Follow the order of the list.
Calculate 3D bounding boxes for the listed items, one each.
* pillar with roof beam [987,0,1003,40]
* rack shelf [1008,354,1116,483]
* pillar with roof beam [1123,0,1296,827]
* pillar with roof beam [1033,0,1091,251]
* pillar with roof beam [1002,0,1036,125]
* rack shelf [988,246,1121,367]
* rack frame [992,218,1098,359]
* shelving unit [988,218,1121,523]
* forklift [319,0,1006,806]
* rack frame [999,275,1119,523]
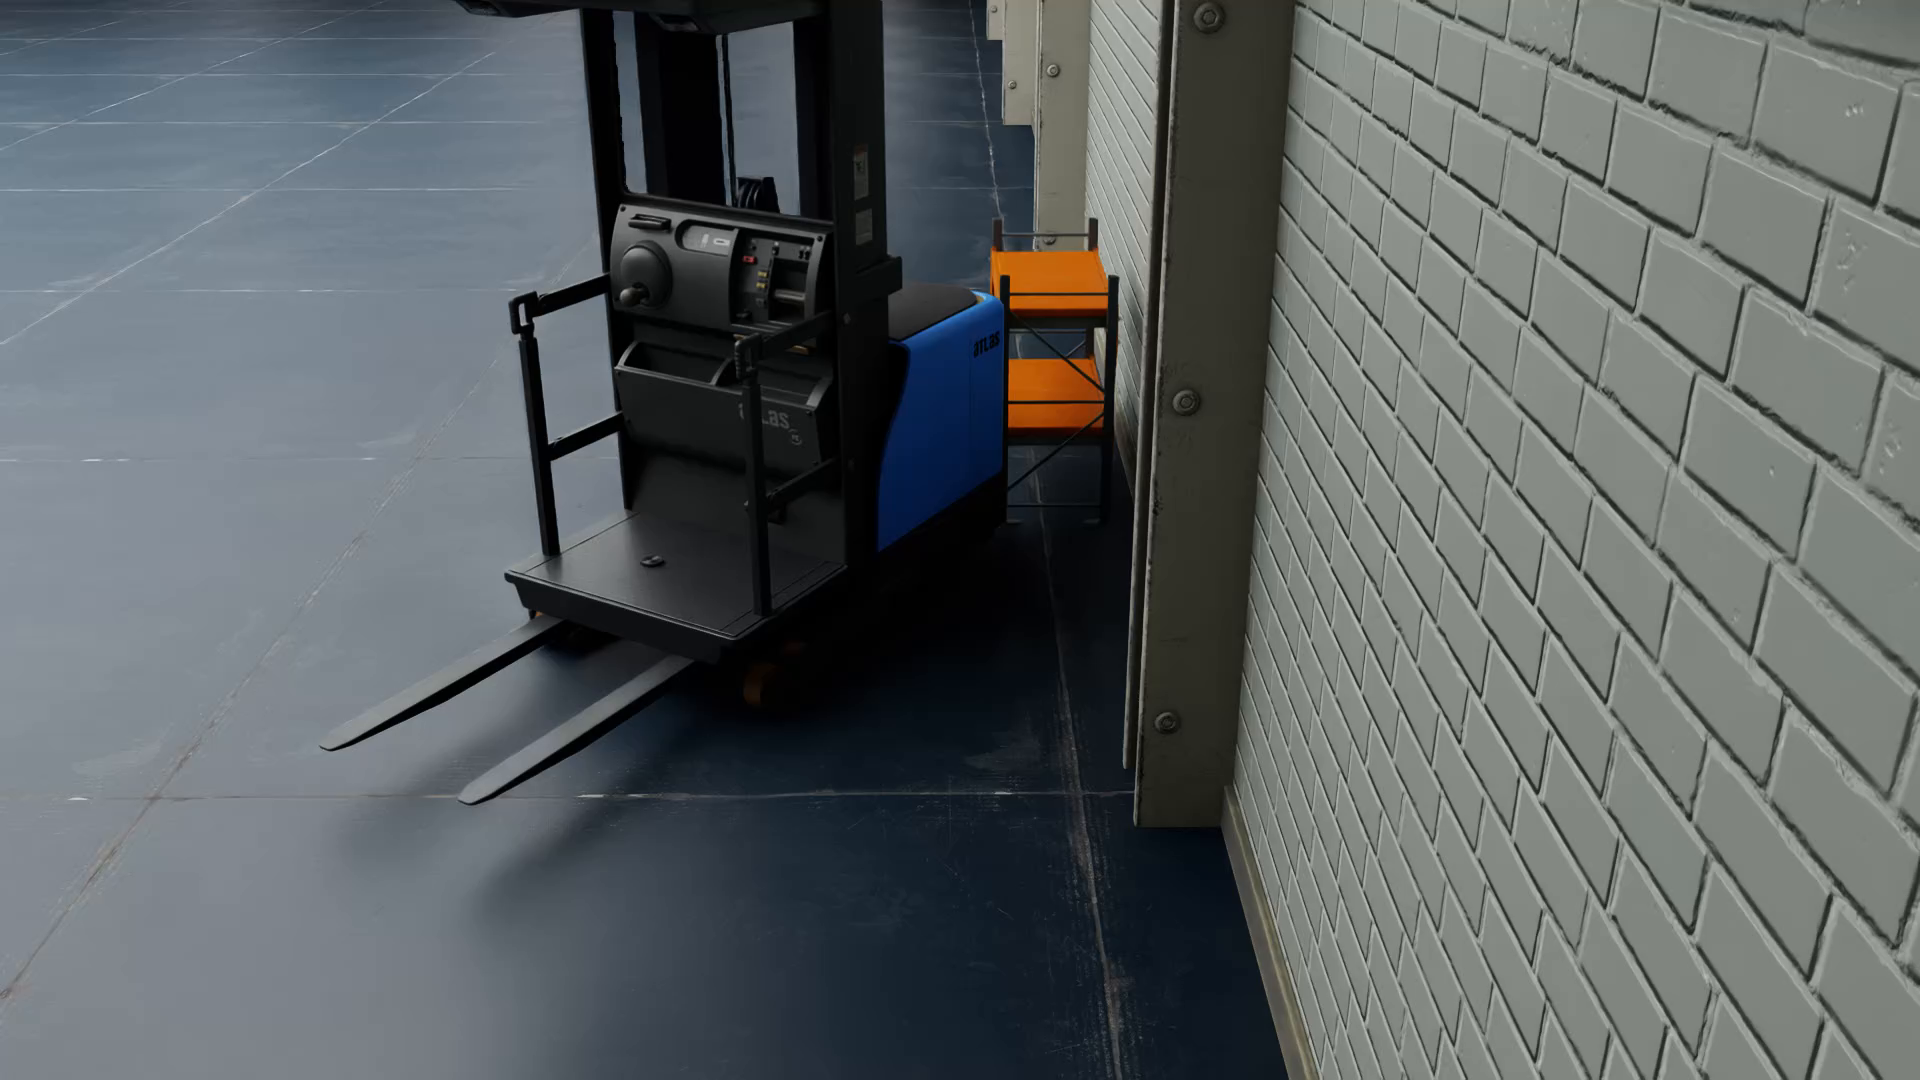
[{"bbox_3d":[-3.796,-10.675,19.932,9.100,9.000,0.400,0,24,-1],"label":"pillar with roof beam"},{"bbox_3d":[0.411,-0.581,7.762,0.538,0.278,1.000,0,24,-1],"label":"rack shelf"},{"bbox_3d":[-3.600,-3.258,3.533,9.100,9.000,0.400,0,24,-1],"label":"pillar with roof beam"},{"bbox_3d":[-3.665,-5.730,8.999,9.100,9.000,0.400,0,24,-1],"label":"pillar with roof beam"},{"bbox_3d":[-3.731,-8.202,14.466,9.100,9.000,0.400,0,24,-1],"label":"pillar with roof beam"},{"bbox_3d":[0.411,-1.070,7.541,0.538,0.278,1.000,0,24,-1],"label":"rack shelf"},{"bbox_3d":[0.405,-1.013,8.125,0.500,1.125,0.032,0,24,-1],"label":"rack frame"},{"bbox_3d":[0.411,-0.803,7.662,0.538,1.125,1.048,0,24,-1],"label":"shelving unit"},{"bbox_3d":[-0.981,-0.950,5.793,1.130,2.935,3.031,14,28,27],"label":"forklift"},{"bbox_3d":[0.416,-0.594,7.198,0.500,1.125,0.032,0,24,-1],"label":"rack frame"}]
